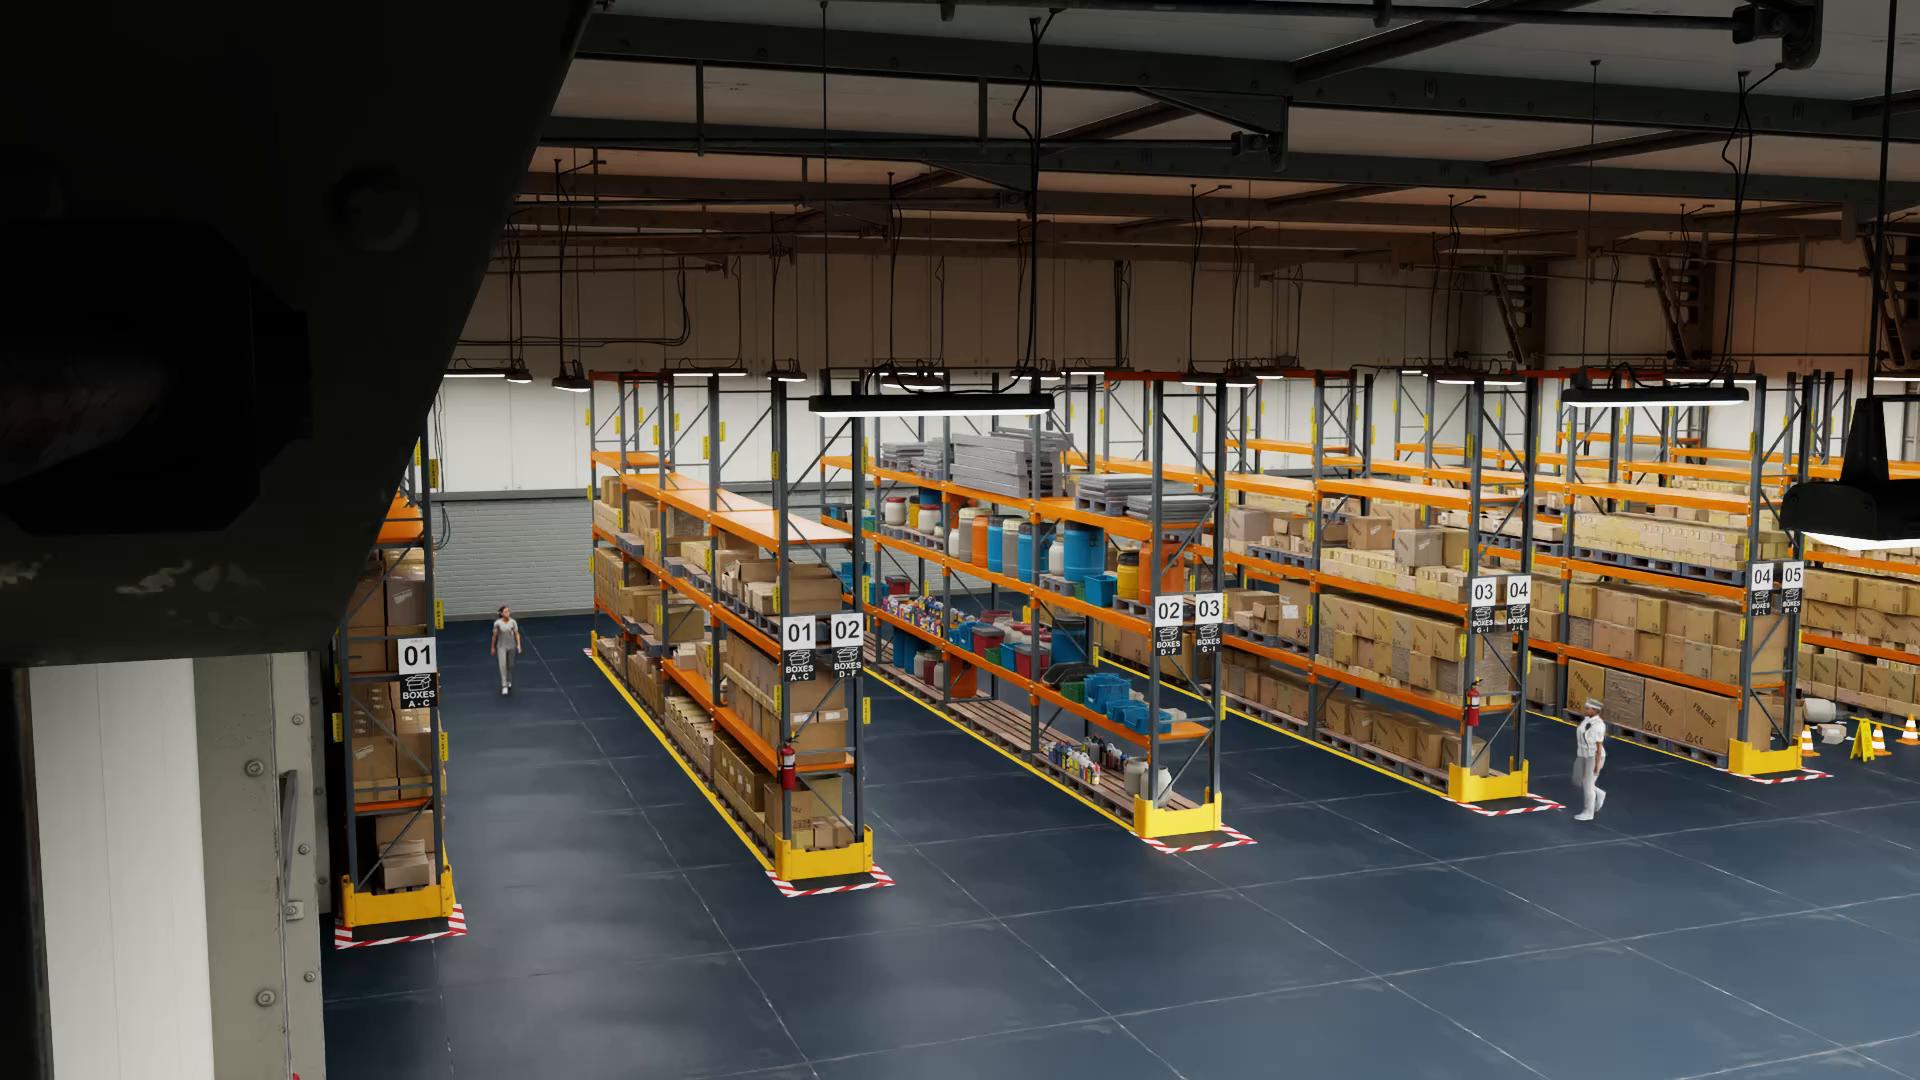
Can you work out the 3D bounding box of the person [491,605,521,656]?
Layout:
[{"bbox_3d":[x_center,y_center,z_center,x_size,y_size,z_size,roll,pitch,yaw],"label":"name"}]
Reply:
[{"bbox_3d":[-8.525,1.707,31.184,0.518,0.969,0.420,-3,7,-26],"label":"person"}]

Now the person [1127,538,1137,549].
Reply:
[{"bbox_3d":[4.421,0.716,42.848,0.366,1.648,0.887,6,9,43],"label":"person"}]

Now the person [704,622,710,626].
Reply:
[{"bbox_3d":[-6.065,1.212,38.932,0.982,1.544,0.573,2,7,20],"label":"person"}]

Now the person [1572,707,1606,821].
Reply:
[{"bbox_3d":[8.627,2.975,22.631,0.619,1.637,0.446,-2,7,-20],"label":"person"}]
